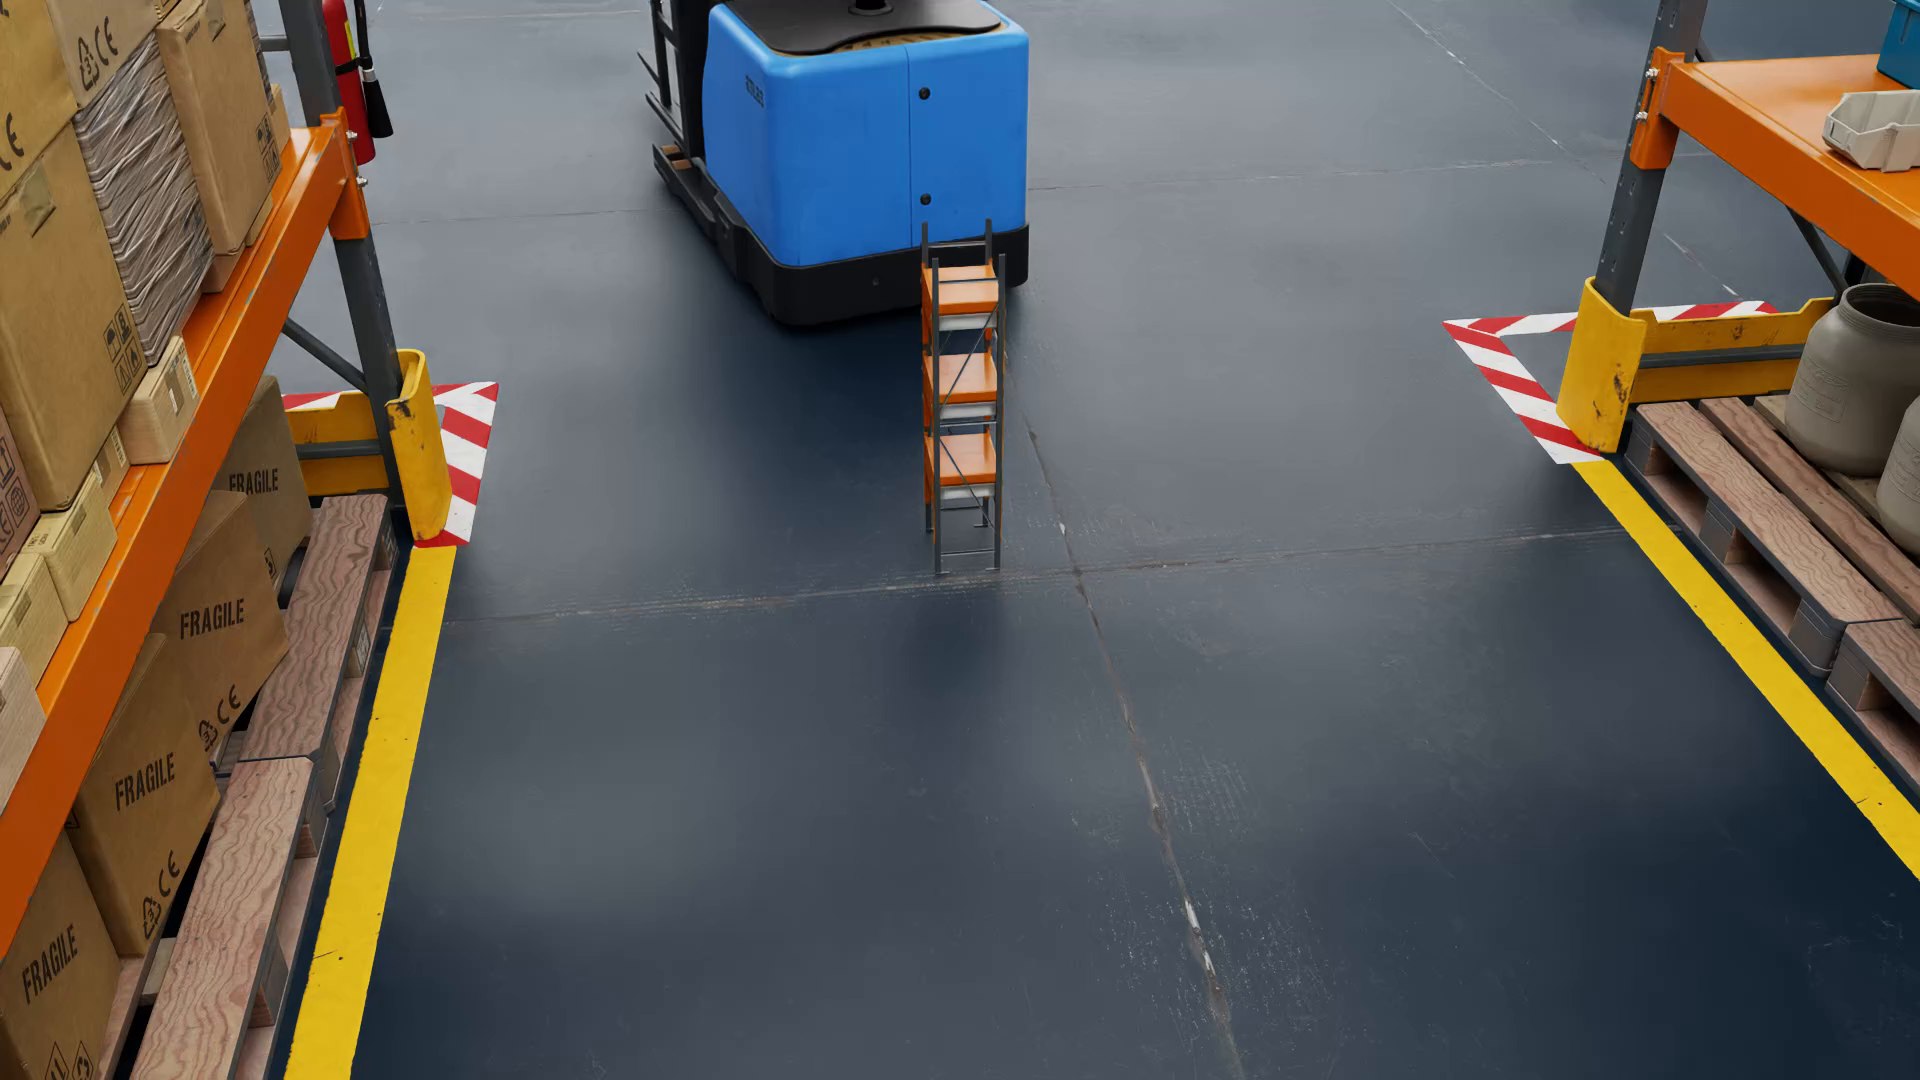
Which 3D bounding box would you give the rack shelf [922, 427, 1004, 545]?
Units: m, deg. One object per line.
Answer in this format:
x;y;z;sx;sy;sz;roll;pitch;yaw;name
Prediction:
0.007;-0.166;5.073;0.215;0.259;0.240;-4;35;-6;rack shelf

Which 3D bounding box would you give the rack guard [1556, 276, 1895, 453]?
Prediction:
2.715;-0.639;5.744;1.175;0.500;0.348;-4;35;-6;rack guard

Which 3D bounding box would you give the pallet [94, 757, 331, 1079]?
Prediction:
-2.004;0.994;3.604;1.003;0.211;1.213;-4;35;-6;pallet

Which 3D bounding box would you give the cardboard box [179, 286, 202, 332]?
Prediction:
-1.878;-0.530;3.587;0.380;0.149;0.250;-4;35;-6;cardboard box

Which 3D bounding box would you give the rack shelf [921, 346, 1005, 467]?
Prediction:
0.007;-0.395;4.916;0.215;0.259;0.240;-4;35;-6;rack shelf

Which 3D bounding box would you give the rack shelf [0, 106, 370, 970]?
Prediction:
-1.981;0.078;3.111;1.077;0.370;4.000;-4;35;-6;rack shelf

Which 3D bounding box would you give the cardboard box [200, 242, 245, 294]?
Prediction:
-1.871;-0.673;3.797;0.380;0.149;0.250;-4;35;-6;cardboard box

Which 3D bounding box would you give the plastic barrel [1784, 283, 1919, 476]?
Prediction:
2.823;-0.495;5.149;0.421;0.512;0.421;0;34;0;plastic barrel

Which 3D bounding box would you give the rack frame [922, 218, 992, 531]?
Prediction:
-0.009;-0.472;5.010;0.200;1.050;0.008;-4;35;-6;rack frame

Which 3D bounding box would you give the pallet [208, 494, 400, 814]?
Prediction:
-2.165;0.315;4.600;1.003;0.211;1.213;-4;35;-6;pallet

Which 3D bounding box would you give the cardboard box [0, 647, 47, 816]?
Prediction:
-1.560;0.298;2.372;0.380;0.149;0.250;-4;35;-6;cardboard box

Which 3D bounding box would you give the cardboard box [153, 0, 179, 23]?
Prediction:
-1.858;-1.346;3.321;0.500;0.500;0.500;-4;35;-6;cardboard box

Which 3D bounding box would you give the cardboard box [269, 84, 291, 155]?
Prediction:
-2.007;-1.089;4.407;0.380;0.149;0.250;-4;35;-6;cardboard box

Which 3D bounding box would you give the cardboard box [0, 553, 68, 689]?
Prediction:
-1.635;0.162;2.572;0.380;0.149;0.250;-4;35;-6;cardboard box

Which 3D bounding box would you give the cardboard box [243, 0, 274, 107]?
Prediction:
-2.203;-1.191;3.981;0.875;0.500;0.500;-4;35;-6;cardboard box

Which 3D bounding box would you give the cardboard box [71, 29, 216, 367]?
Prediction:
-1.992;-0.639;3.171;0.875;0.500;0.500;-4;35;-6;cardboard box

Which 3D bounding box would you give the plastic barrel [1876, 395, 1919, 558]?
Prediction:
2.890;-0.215;4.738;0.421;0.512;0.421;0;34;0;plastic barrel

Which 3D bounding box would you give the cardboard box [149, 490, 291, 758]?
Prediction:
-2.068;0.204;4.133;0.500;0.500;0.500;4;35;6;cardboard box

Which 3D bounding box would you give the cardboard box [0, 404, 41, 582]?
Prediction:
-1.910;-0.077;2.346;0.875;0.500;0.500;-4;35;-6;cardboard box

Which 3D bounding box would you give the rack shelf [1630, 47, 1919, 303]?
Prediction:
2.927;-0.298;3.662;1.077;0.370;4.000;-4;35;-6;rack shelf

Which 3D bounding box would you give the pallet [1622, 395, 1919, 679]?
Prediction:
2.819;-0.066;5.159;1.003;0.211;1.213;-4;35;-6;pallet

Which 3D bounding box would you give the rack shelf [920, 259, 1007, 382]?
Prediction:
0.007;-0.630;4.757;0.215;0.259;0.240;-4;35;-6;rack shelf

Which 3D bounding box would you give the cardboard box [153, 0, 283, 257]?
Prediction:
-2.017;-0.921;3.585;0.875;0.500;0.500;-4;35;-6;cardboard box

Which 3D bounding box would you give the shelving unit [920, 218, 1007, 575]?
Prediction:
0.007;-0.404;4.911;0.215;1.050;0.252;-4;35;-6;shelving unit

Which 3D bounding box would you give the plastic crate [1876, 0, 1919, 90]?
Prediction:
3.022;-1.393;4.762;0.499;0.251;0.616;-4;35;-6;plastic crate

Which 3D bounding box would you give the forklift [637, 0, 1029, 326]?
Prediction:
-0.764;-2.847;6.824;1.130;2.935;3.031;-13;36;-19;forklift

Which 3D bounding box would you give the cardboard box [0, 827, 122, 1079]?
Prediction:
-1.972;0.870;3.157;0.500;0.500;0.500;-7;35;-11;cardboard box

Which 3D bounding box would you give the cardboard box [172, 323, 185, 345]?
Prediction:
-1.822;-0.392;3.385;0.380;0.149;0.250;-4;35;-6;cardboard box

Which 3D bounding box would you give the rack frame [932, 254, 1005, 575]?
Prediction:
0.024;-0.336;4.811;0.200;1.050;0.008;-4;35;-6;rack frame

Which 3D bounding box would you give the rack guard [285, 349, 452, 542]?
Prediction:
-2.239;-0.260;5.188;1.175;0.500;0.348;-4;35;-6;rack guard

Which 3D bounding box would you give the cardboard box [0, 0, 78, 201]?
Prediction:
-1.734;-0.788;2.501;0.500;0.500;0.500;-4;35;-6;cardboard box

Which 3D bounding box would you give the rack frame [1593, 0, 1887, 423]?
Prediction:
2.658;-1.711;5.097;1.000;3.000;0.127;-4;35;-6;rack frame

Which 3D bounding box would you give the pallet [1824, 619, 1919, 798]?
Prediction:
2.980;0.613;4.163;1.003;0.211;1.213;-4;35;-6;pallet

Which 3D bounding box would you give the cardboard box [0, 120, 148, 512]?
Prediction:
-1.937;-0.359;2.760;0.875;0.500;0.500;-4;35;-6;cardboard box

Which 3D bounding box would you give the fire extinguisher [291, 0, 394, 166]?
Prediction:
-1.808;-1.403;4.713;0.296;0.674;0.183;-4;35;-6;fire extinguisher

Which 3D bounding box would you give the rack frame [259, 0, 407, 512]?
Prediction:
-2.250;-1.336;4.547;1.000;3.000;0.127;-4;35;-6;rack frame

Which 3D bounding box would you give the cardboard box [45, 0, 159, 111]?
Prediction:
-1.793;-1.067;2.912;0.500;0.500;0.500;-4;35;-6;cardboard box

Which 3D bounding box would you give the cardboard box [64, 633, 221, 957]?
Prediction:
-2.002;0.555;3.619;0.500;0.500;0.500;-1;34;-2;cardboard box

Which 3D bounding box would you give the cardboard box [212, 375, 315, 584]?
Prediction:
-2.182;-0.127;4.619;0.500;0.500;0.500;2;34;2;cardboard box

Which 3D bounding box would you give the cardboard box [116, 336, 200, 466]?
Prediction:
-1.701;-0.259;3.190;0.380;0.149;0.250;-4;35;-6;cardboard box

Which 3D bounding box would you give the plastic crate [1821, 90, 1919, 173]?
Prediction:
2.460;-1.078;4.403;0.298;0.136;0.250;-4;35;-6;plastic crate

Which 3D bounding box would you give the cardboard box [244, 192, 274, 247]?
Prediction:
-1.889;-0.813;4.003;0.380;0.149;0.250;-4;35;-6;cardboard box

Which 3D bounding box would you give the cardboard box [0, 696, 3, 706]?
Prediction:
-1.743;0.195;1.948;0.875;0.500;0.500;-4;35;-6;cardboard box

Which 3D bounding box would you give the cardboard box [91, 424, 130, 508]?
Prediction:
-1.736;-0.115;2.978;0.380;0.149;0.250;-4;35;-6;cardboard box

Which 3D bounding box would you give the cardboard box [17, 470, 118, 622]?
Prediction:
-1.657;0.021;2.778;0.380;0.149;0.250;-4;35;-6;cardboard box
